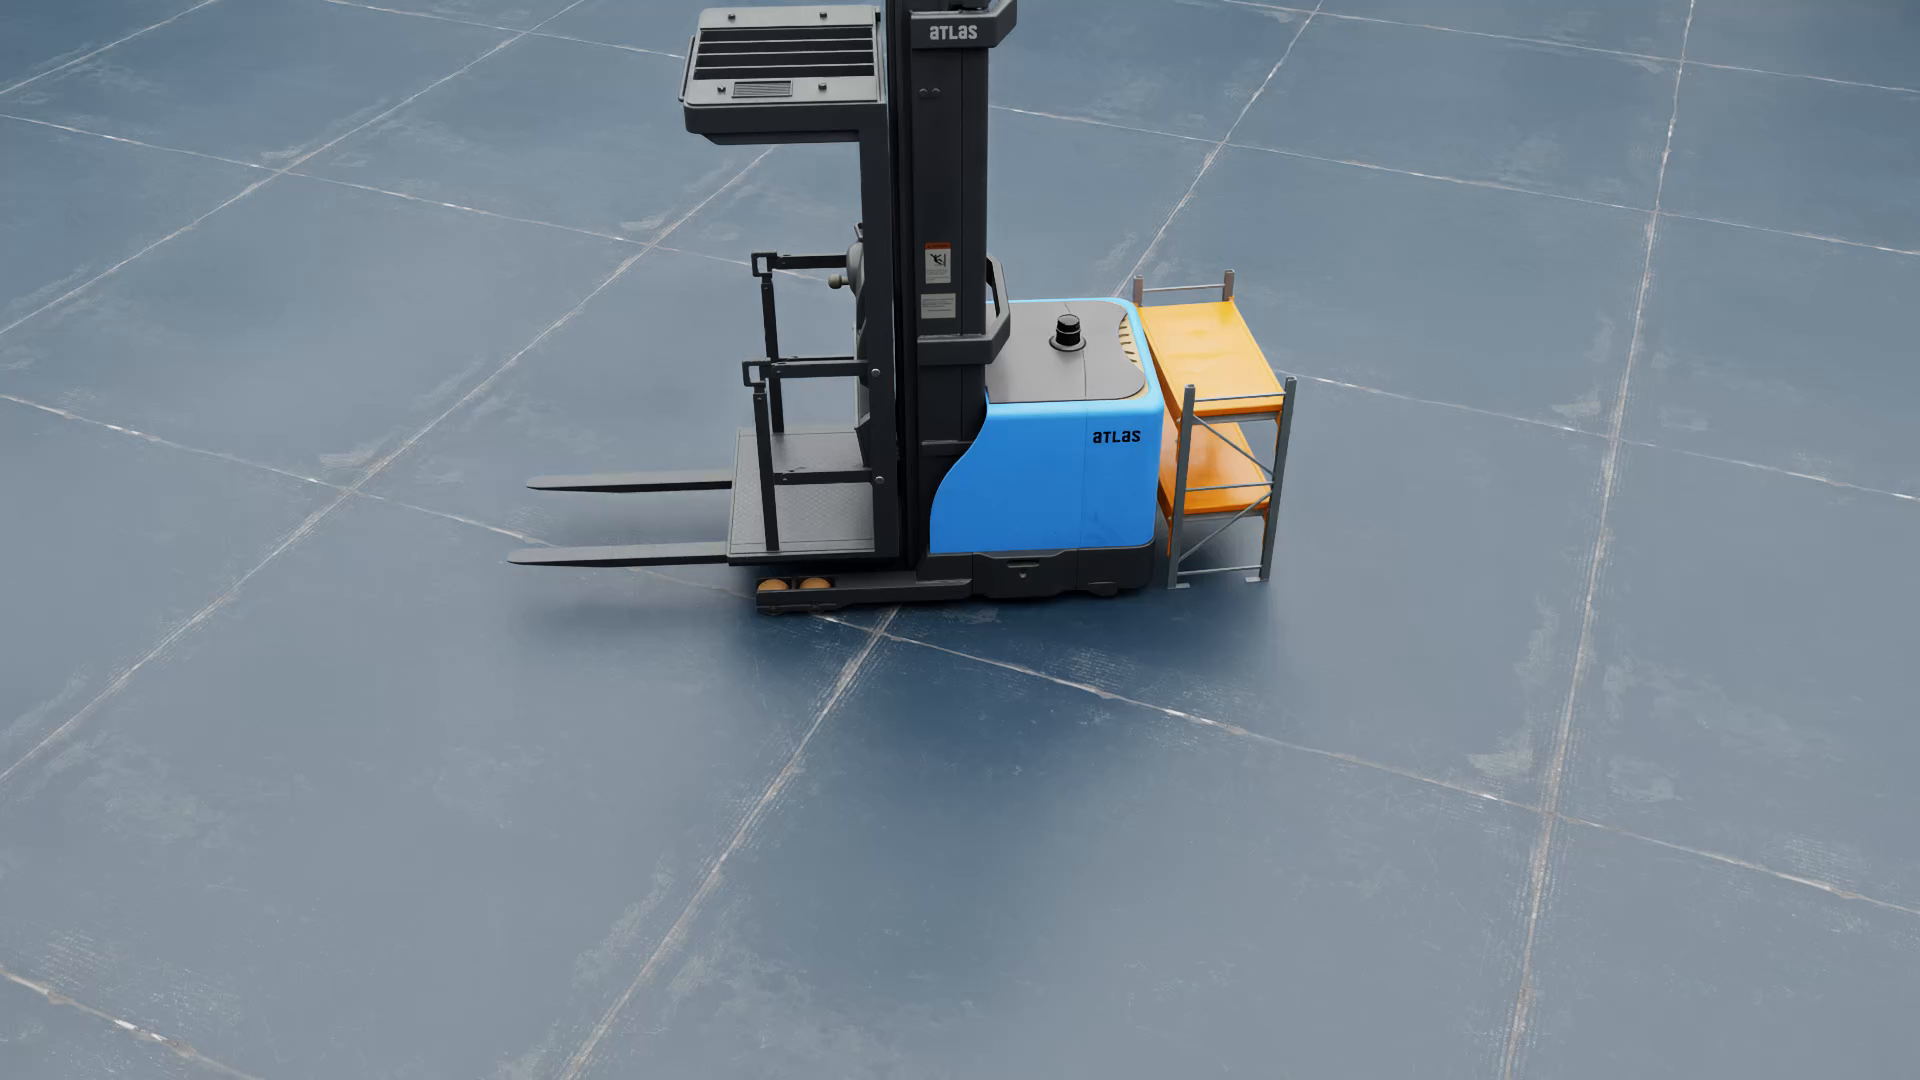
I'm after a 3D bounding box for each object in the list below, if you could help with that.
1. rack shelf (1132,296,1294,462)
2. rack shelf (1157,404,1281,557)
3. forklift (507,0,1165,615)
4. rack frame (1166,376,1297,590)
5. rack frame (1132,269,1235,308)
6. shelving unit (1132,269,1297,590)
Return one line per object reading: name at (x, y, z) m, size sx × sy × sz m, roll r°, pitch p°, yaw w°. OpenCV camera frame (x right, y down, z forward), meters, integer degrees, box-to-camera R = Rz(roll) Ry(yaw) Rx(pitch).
rack shelf at (1.164, -0.779, 7.863) m, size 0.538 × 0.278 × 1.000 m, roll -5°, pitch 37°, yaw -6°
rack shelf at (1.164, -0.348, 8.185) m, size 0.538 × 0.278 × 1.000 m, roll -5°, pitch 37°, yaw -6°
forklift at (-0.621, -1.151, 7.342) m, size 3.031 × 2.935 × 1.130 m, roll -2°, pitch 37°, yaw -3°
rack frame at (1.234, -0.243, 7.635) m, size 0.500 × 1.125 × 0.032 m, roll -5°, pitch 37°, yaw -6°
rack frame at (1.094, -0.846, 8.442) m, size 0.500 × 1.125 × 0.032 m, roll -5°, pitch 37°, yaw -6°
shelving unit at (1.164, -0.544, 8.039) m, size 0.538 × 1.125 × 1.048 m, roll -5°, pitch 37°, yaw -6°
